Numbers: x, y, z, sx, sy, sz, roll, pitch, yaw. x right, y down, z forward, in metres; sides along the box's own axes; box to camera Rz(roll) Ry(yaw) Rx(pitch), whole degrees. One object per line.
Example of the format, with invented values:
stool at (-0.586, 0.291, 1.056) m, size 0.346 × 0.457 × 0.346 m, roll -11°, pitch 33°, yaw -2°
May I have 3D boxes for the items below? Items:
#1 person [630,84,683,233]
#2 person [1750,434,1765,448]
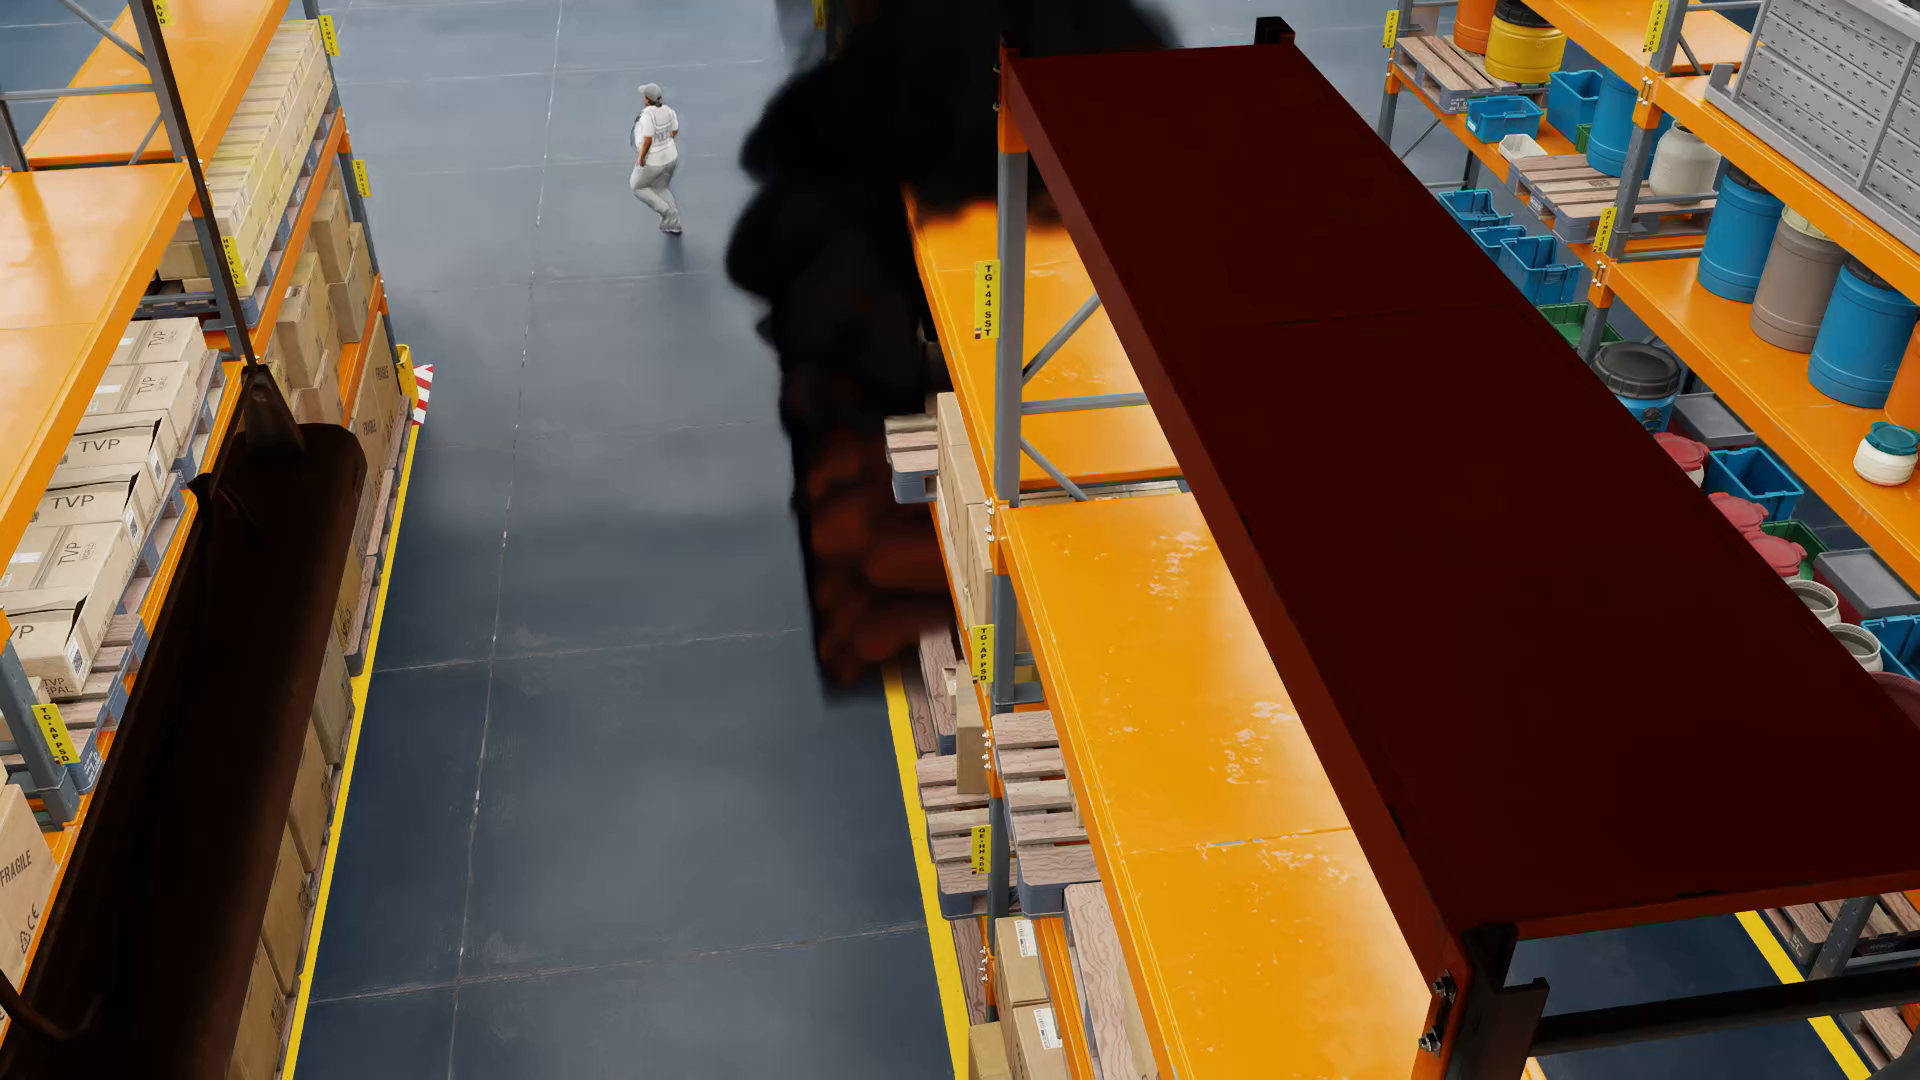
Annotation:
person at (-3.237, -4.021, 17.575) m, size 0.508 × 1.618 × 0.616 m, roll 22°, pitch 41°, yaw 27°
person at (6.360, -0.981, 13.327) m, size 0.692 × 1.720 × 0.589 m, roll -10°, pitch 37°, yaw -13°
